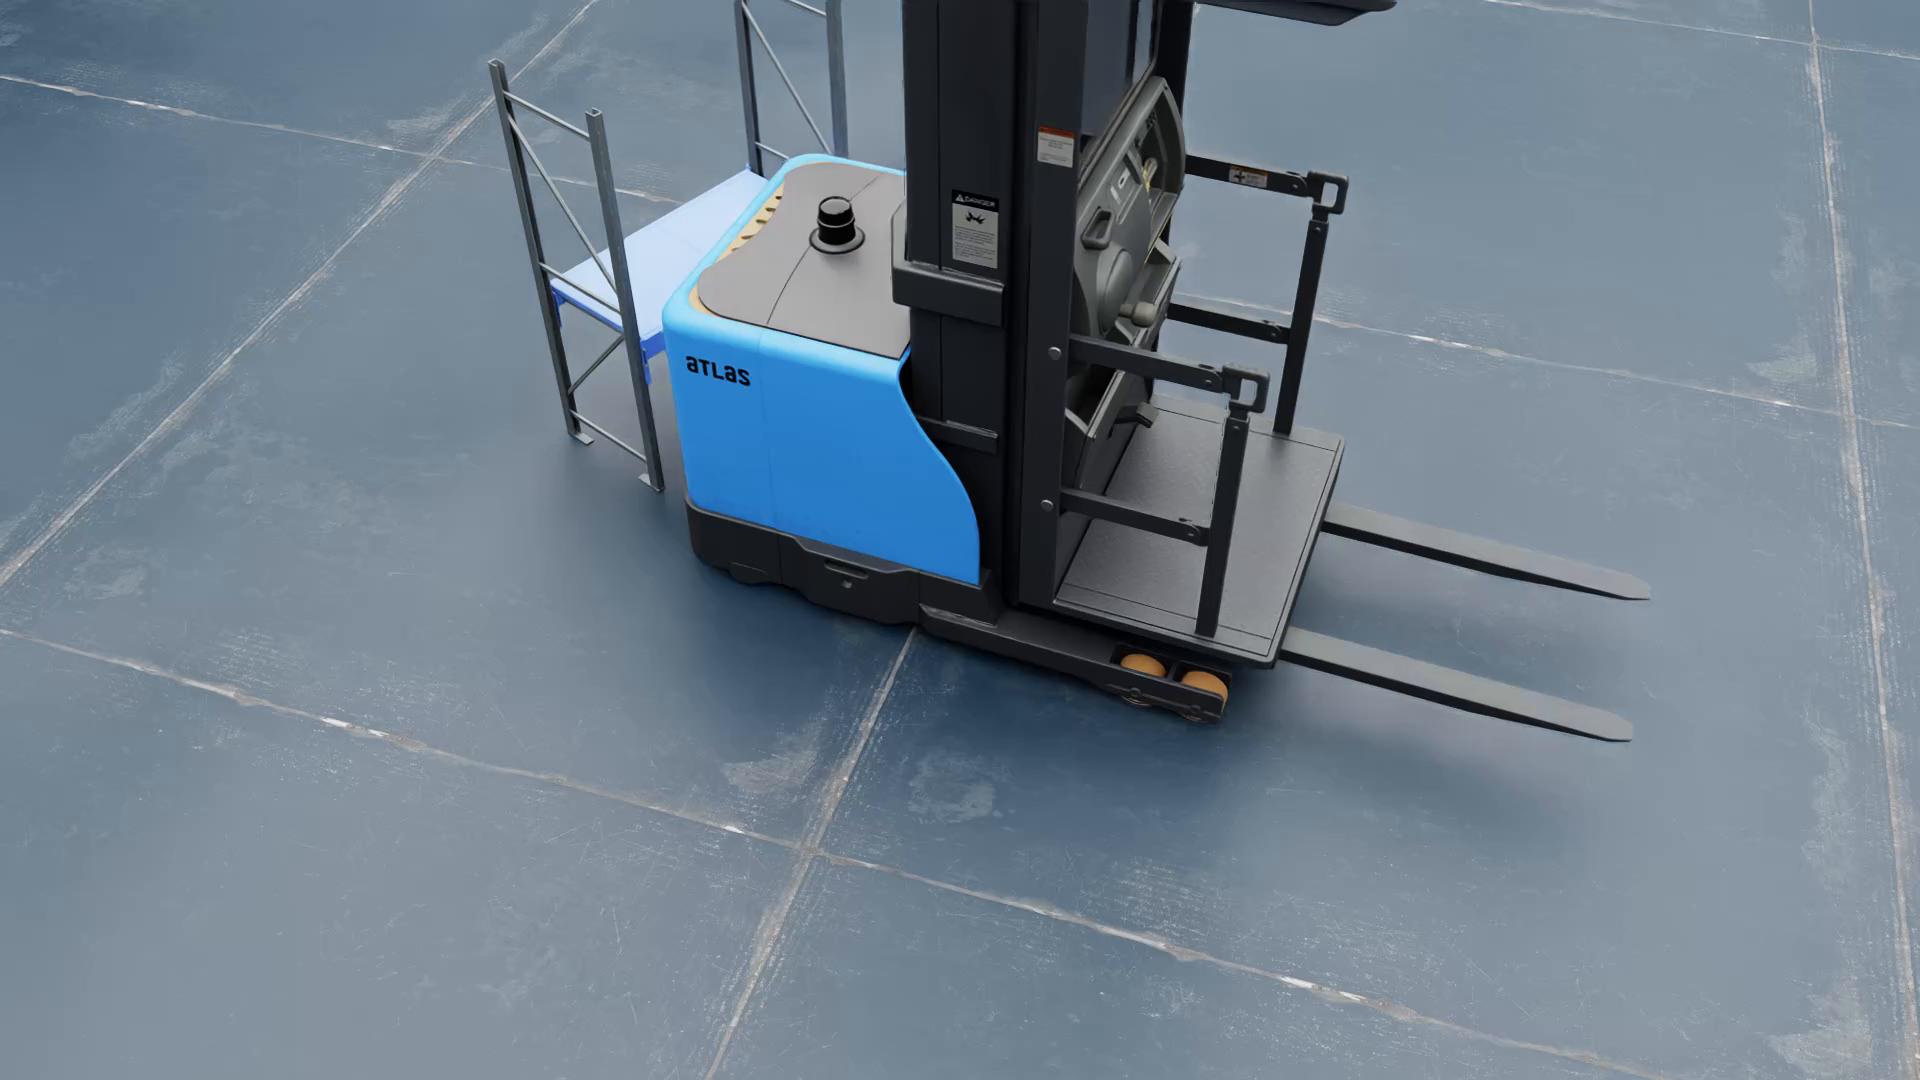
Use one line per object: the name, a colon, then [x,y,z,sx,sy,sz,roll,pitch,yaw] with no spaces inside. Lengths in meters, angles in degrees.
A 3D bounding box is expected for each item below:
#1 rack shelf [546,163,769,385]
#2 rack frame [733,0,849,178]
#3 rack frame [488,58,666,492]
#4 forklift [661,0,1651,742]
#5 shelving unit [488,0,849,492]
rack shelf: [-0.922,-0.969,5.925,0.538,0.185,1.000,31,52,28]
rack frame: [-0.592,-1.368,6.076,0.500,1.500,0.032,31,52,28]
rack frame: [-1.252,-0.827,5.523,0.500,1.500,0.032,31,52,28]
forklift: [0.663,-0.903,4.578,3.031,2.935,1.130,15,46,15]
shelving unit: [-0.922,-1.098,5.800,0.538,1.500,1.048,31,52,28]
